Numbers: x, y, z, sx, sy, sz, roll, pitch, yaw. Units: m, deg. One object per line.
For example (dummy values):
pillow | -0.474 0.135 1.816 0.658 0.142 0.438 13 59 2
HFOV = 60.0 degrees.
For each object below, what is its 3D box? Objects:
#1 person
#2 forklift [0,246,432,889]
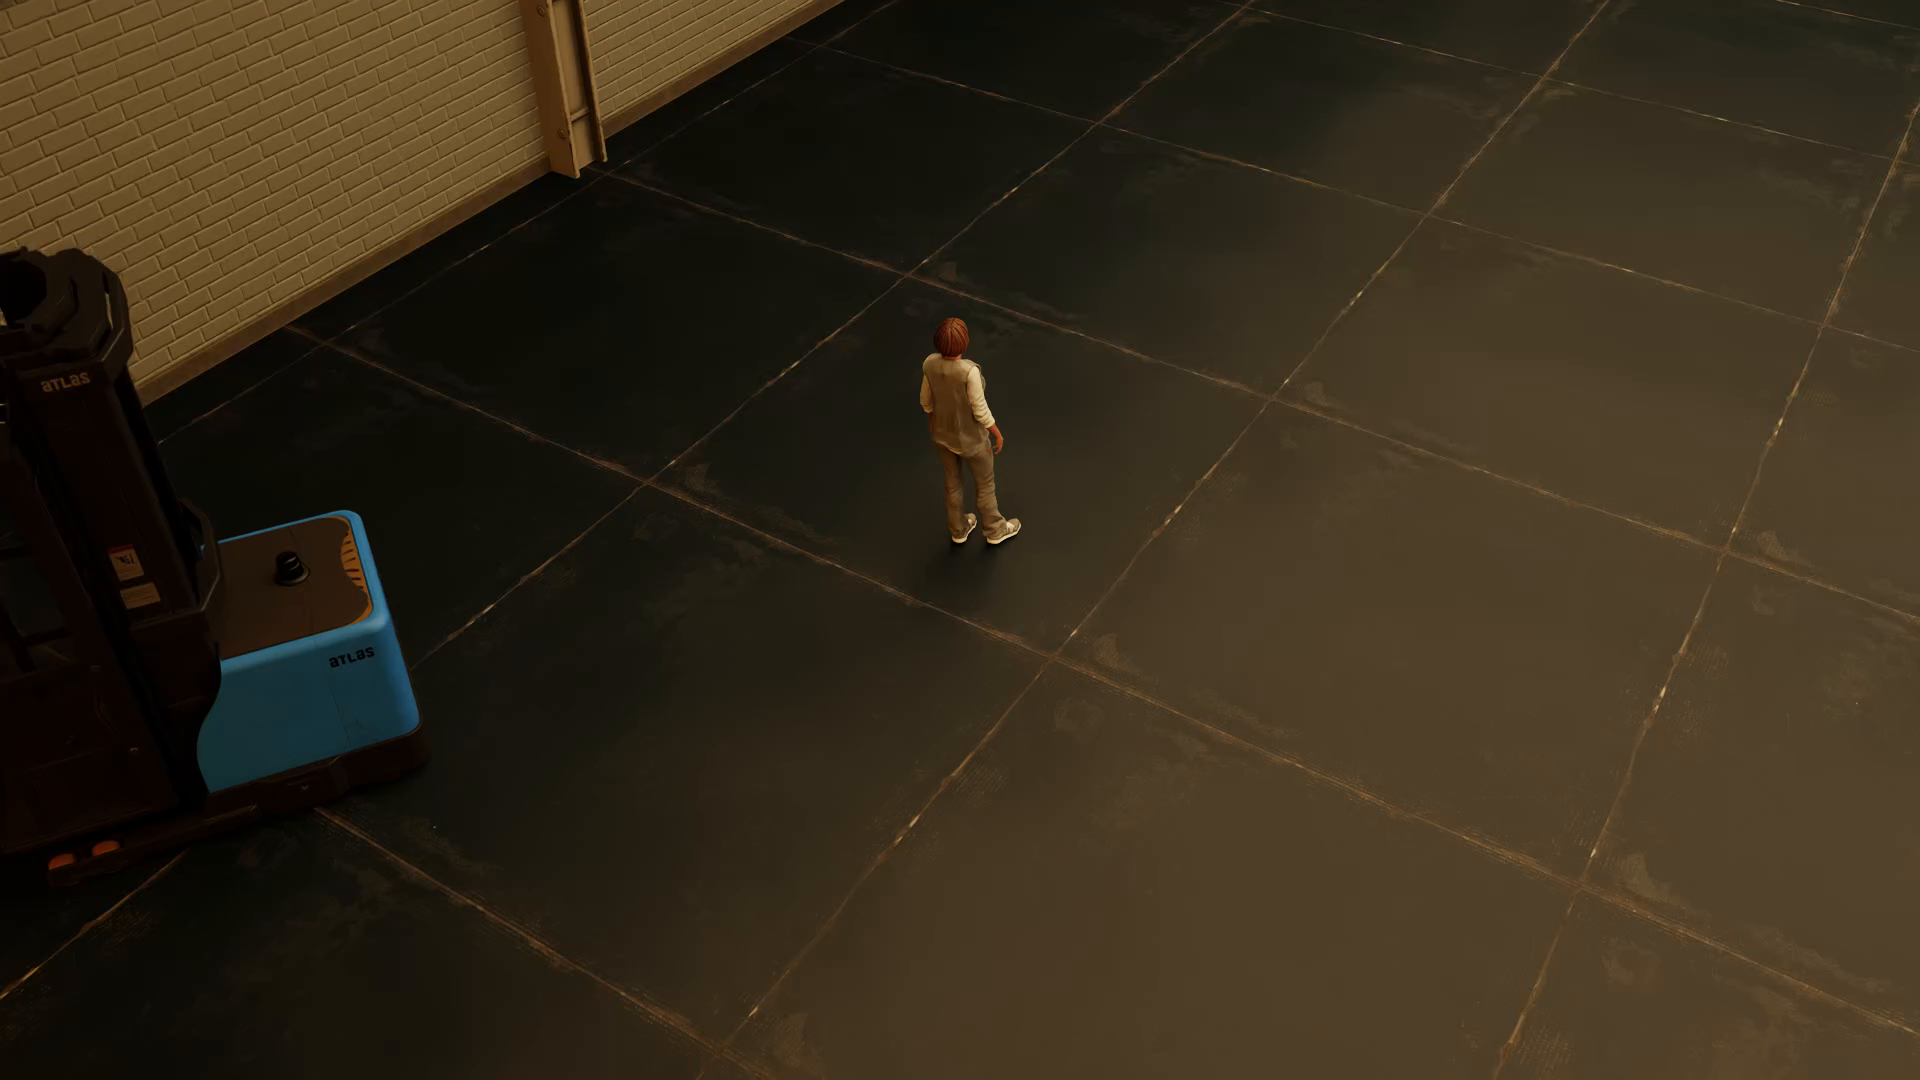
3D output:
person | 0.051 -0.650 9.754 0.520 1.597 0.475 22 45 24
forklift | -4.354 0.201 7.730 3.031 2.935 1.130 -16 43 -19
